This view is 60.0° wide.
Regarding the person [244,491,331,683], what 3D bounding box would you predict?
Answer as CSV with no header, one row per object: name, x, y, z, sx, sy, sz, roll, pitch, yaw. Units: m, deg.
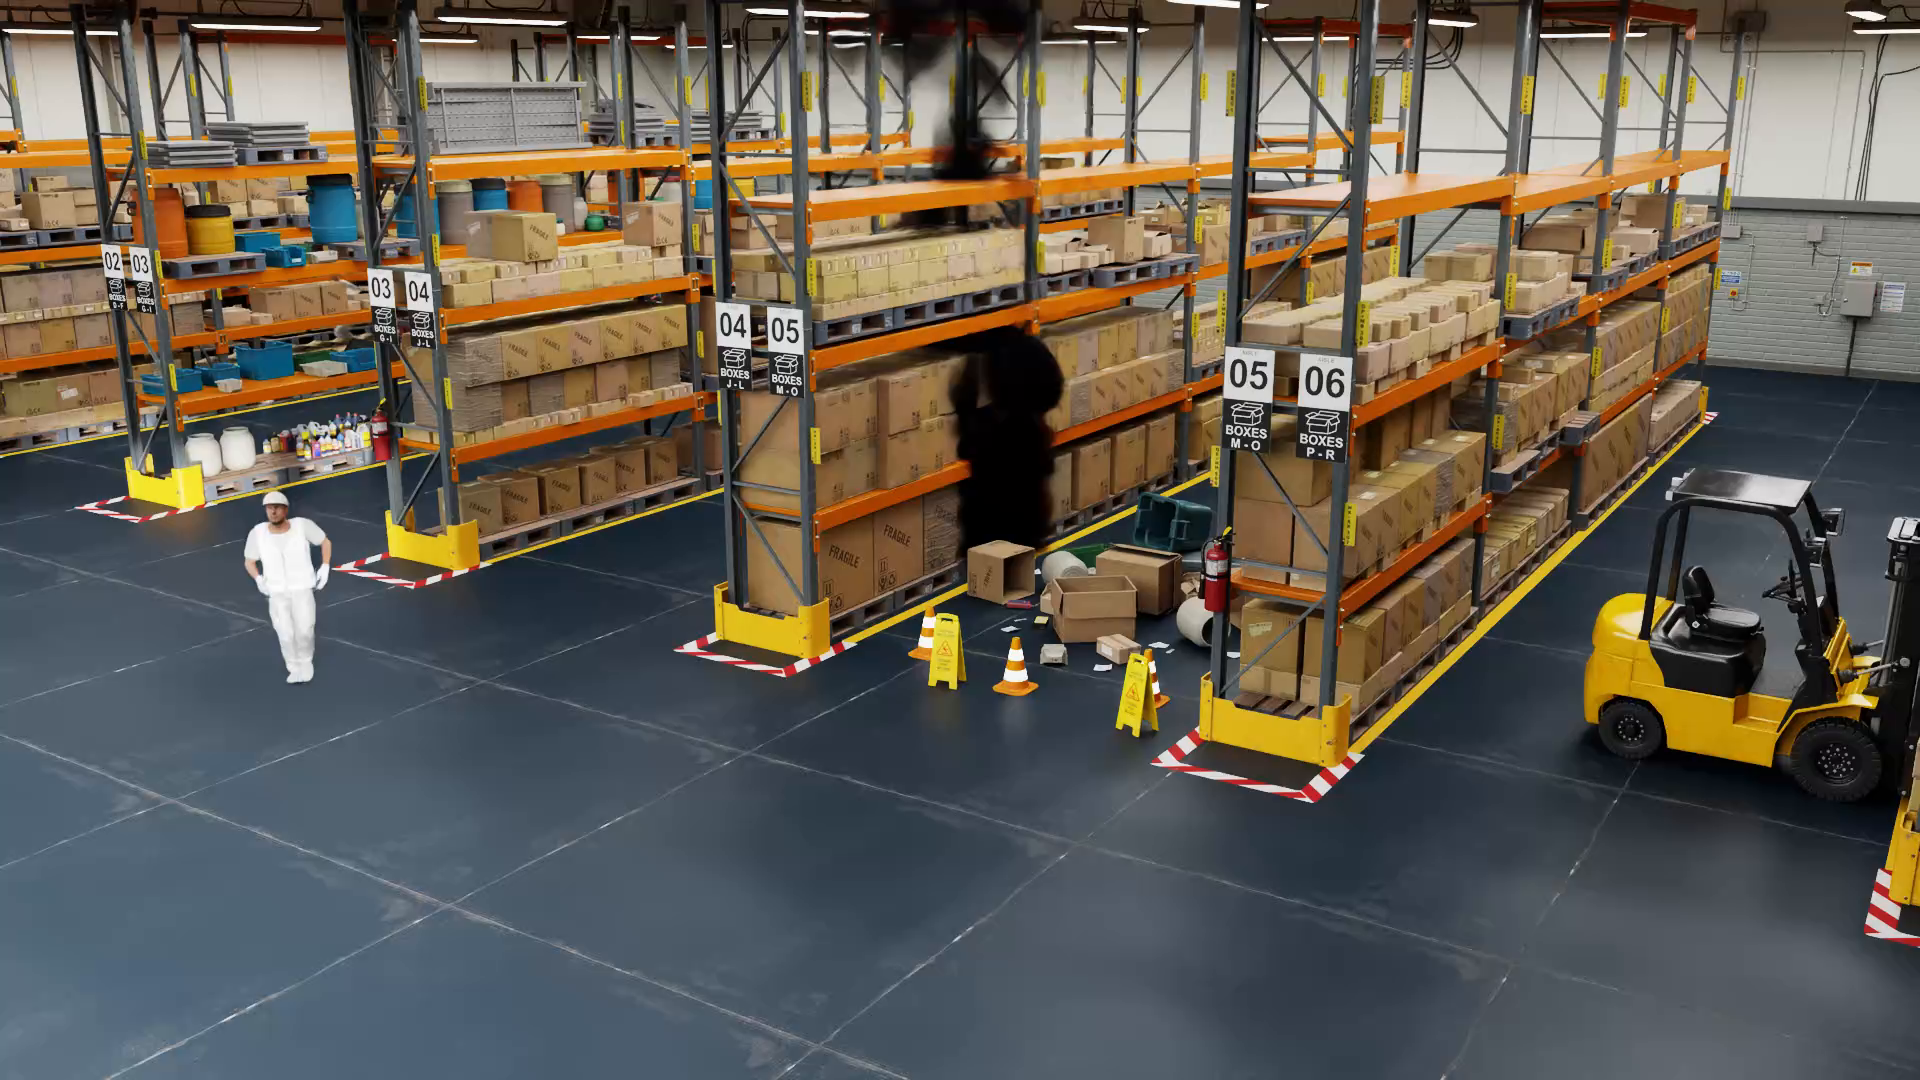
person,-5.803,0.434,14.395,0.695,1.735,0.590,-4,16,-15

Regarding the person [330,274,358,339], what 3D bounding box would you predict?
person,-11.450,-4.170,30.786,0.660,1.823,0.903,9,18,30
